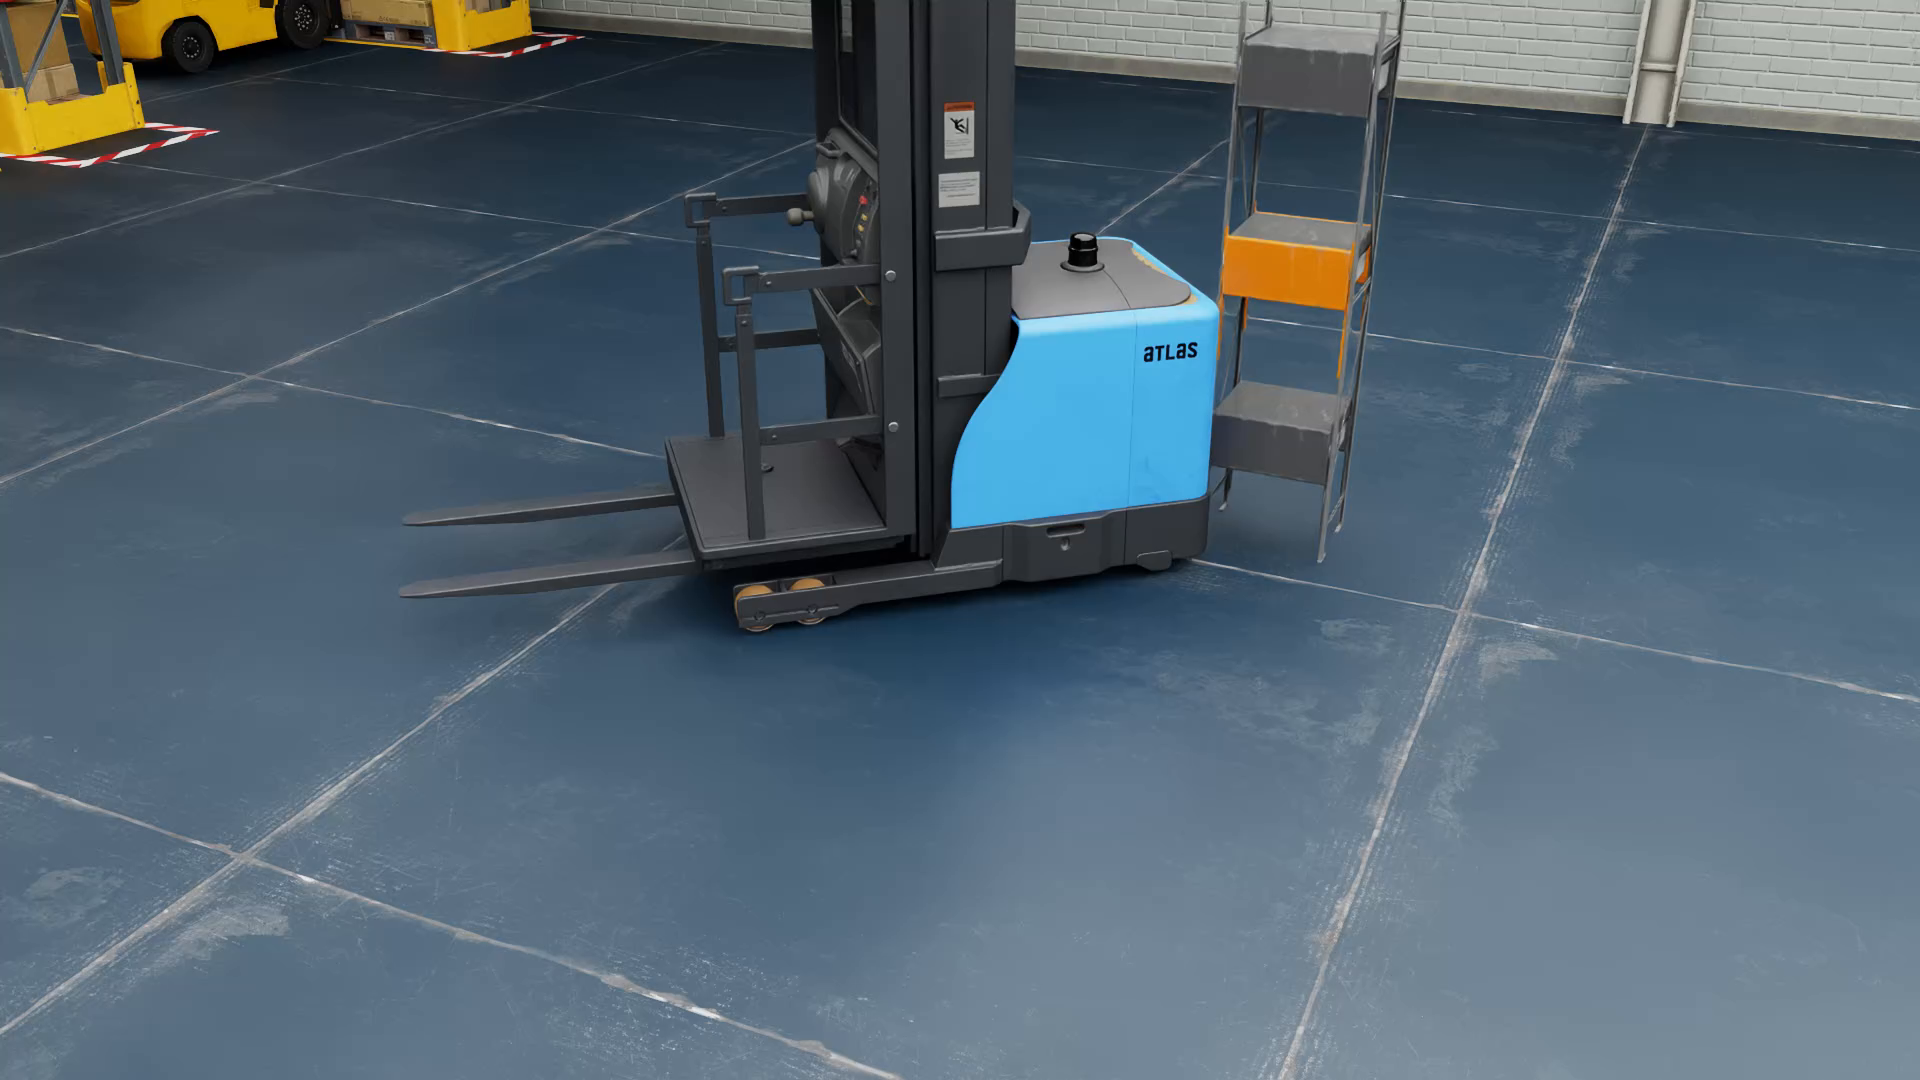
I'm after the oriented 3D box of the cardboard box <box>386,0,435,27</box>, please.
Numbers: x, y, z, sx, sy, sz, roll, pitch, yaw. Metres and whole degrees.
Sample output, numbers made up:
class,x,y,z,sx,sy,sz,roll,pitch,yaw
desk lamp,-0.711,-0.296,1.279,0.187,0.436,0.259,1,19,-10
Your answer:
class,x,y,z,sx,sy,sz,roll,pitch,yaw
cardboard box,-5.498,-5.440,17.041,0.500,0.250,0.500,12,28,22

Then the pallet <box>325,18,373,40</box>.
class,x,y,z,sx,sy,sz,roll,pitch,yaw
pallet,-6.759,-5.622,17.930,1.213,0.211,1.003,11,28,22

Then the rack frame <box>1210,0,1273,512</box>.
class,x,y,z,sx,sy,sz,roll,pitch,yaw
rack frame,1.060,-1.019,6.431,0.015,2.100,0.400,12,28,21

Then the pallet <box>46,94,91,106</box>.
class,x,y,z,sx,sy,sz,roll,pitch,yaw
pallet,-7.785,-3.455,13.529,1.213,0.211,1.003,11,28,22

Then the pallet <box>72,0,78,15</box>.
class,x,y,z,sx,sy,sz,roll,pitch,yaw
pallet,-9.267,-6.126,18.953,1.213,0.211,1.003,11,28,22

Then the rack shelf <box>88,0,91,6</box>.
class,x,y,z,sx,sy,sz,roll,pitch,yaw
rack shelf,-8.811,-4.573,13.456,4.000,0.370,1.077,11,28,22

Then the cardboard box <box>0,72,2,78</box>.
class,x,y,z,sx,sy,sz,roll,pitch,yaw
cardboard box,-7.828,-3.863,12.988,0.500,0.500,0.500,12,28,22

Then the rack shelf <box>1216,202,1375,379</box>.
class,x,y,z,sx,sy,sz,roll,pitch,yaw
rack shelf,1.282,-0.961,6.348,0.480,0.518,0.431,12,28,21

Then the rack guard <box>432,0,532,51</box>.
class,x,y,z,sx,sy,sz,roll,pitch,yaw
rack guard,-4.917,-5.401,17.153,0.348,0.500,1.175,11,28,22

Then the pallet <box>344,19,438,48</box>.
class,x,y,z,sx,sy,sz,roll,pitch,yaw
pallet,-5.653,-5.398,17.476,1.213,0.211,1.003,11,28,22

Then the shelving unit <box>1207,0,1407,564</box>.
class,x,y,z,sx,sy,sz,roll,pitch,yaw
shelving unit,1.283,-0.974,6.342,0.503,2.100,0.431,12,28,21

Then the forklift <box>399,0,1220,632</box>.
class,x,y,z,sx,sy,sz,roll,pitch,yaw
forklift,-0.605,-1.240,5.950,3.031,2.935,1.130,-7,27,-14

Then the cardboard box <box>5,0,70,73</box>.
class,x,y,z,sx,sy,sz,roll,pitch,yaw
cardboard box,-7.632,-4.084,13.437,0.500,0.500,0.500,10,28,20

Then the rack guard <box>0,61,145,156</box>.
class,x,y,z,sx,sy,sz,roll,pitch,yaw
rack guard,-7.060,-3.422,13.135,0.348,0.500,1.175,11,28,22

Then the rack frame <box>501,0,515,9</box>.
class,x,y,z,sx,sy,sz,roll,pitch,yaw
rack frame,-4.939,-6.526,16.610,0.127,3.000,1.000,11,28,22

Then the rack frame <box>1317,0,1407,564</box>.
class,x,y,z,sx,sy,sz,roll,pitch,yaw
rack frame,1.505,-0.928,6.254,0.015,2.100,0.400,12,28,21

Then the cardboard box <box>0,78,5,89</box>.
class,x,y,z,sx,sy,sz,roll,pitch,yaw
cardboard box,-7.860,-3.529,13.159,0.500,0.250,0.500,11,28,22

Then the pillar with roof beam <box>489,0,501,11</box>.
class,x,y,z,sx,sy,sz,roll,pitch,yaw
pillar with roof beam,-6.982,-7.977,12.764,0.400,9.000,9.100,11,28,22

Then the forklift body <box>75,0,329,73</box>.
class,x,y,z,sx,sy,sz,roll,pitch,yaw
forklift body,-7.421,-5.759,16.012,1.214,2.155,2.313,11,28,22

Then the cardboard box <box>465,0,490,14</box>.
class,x,y,z,sx,sy,sz,roll,pitch,yaw
cardboard box,-5.305,-5.650,17.467,0.500,0.250,0.500,11,28,22

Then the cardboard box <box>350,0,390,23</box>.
class,x,y,z,sx,sy,sz,roll,pitch,yaw
cardboard box,-5.947,-5.535,17.233,0.500,0.250,0.500,11,28,22

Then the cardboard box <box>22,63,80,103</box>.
class,x,y,z,sx,sy,sz,roll,pitch,yaw
cardboard box,-7.610,-3.743,13.595,0.500,0.250,0.500,11,28,21

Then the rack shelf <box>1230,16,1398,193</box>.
class,x,y,z,sx,sy,sz,roll,pitch,yaw
rack shelf,1.289,-1.591,6.042,0.480,0.518,0.431,12,28,21

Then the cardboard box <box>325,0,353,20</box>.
class,x,y,z,sx,sy,sz,roll,pitch,yaw
cardboard box,-6.398,-5.630,17.427,0.500,0.250,0.500,12,29,22

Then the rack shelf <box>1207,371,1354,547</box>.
class,x,y,z,sx,sy,sz,roll,pitch,yaw
rack shelf,1.275,-0.332,6.655,0.480,0.518,0.431,12,28,21

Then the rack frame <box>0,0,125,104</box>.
class,x,y,z,sx,sy,sz,roll,pitch,yaw
rack frame,-6.991,-4.530,12.555,0.127,3.000,1.000,11,28,22

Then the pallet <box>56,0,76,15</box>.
class,x,y,z,sx,sy,sz,roll,pitch,yaw
pallet,-10.382,-6.348,19.405,1.213,0.211,1.003,11,28,22

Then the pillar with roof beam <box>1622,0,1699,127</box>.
class,x,y,z,sx,sy,sz,roll,pitch,yaw
pillar with roof beam,3.942,-5.782,8.307,0.400,9.000,9.100,11,28,22
